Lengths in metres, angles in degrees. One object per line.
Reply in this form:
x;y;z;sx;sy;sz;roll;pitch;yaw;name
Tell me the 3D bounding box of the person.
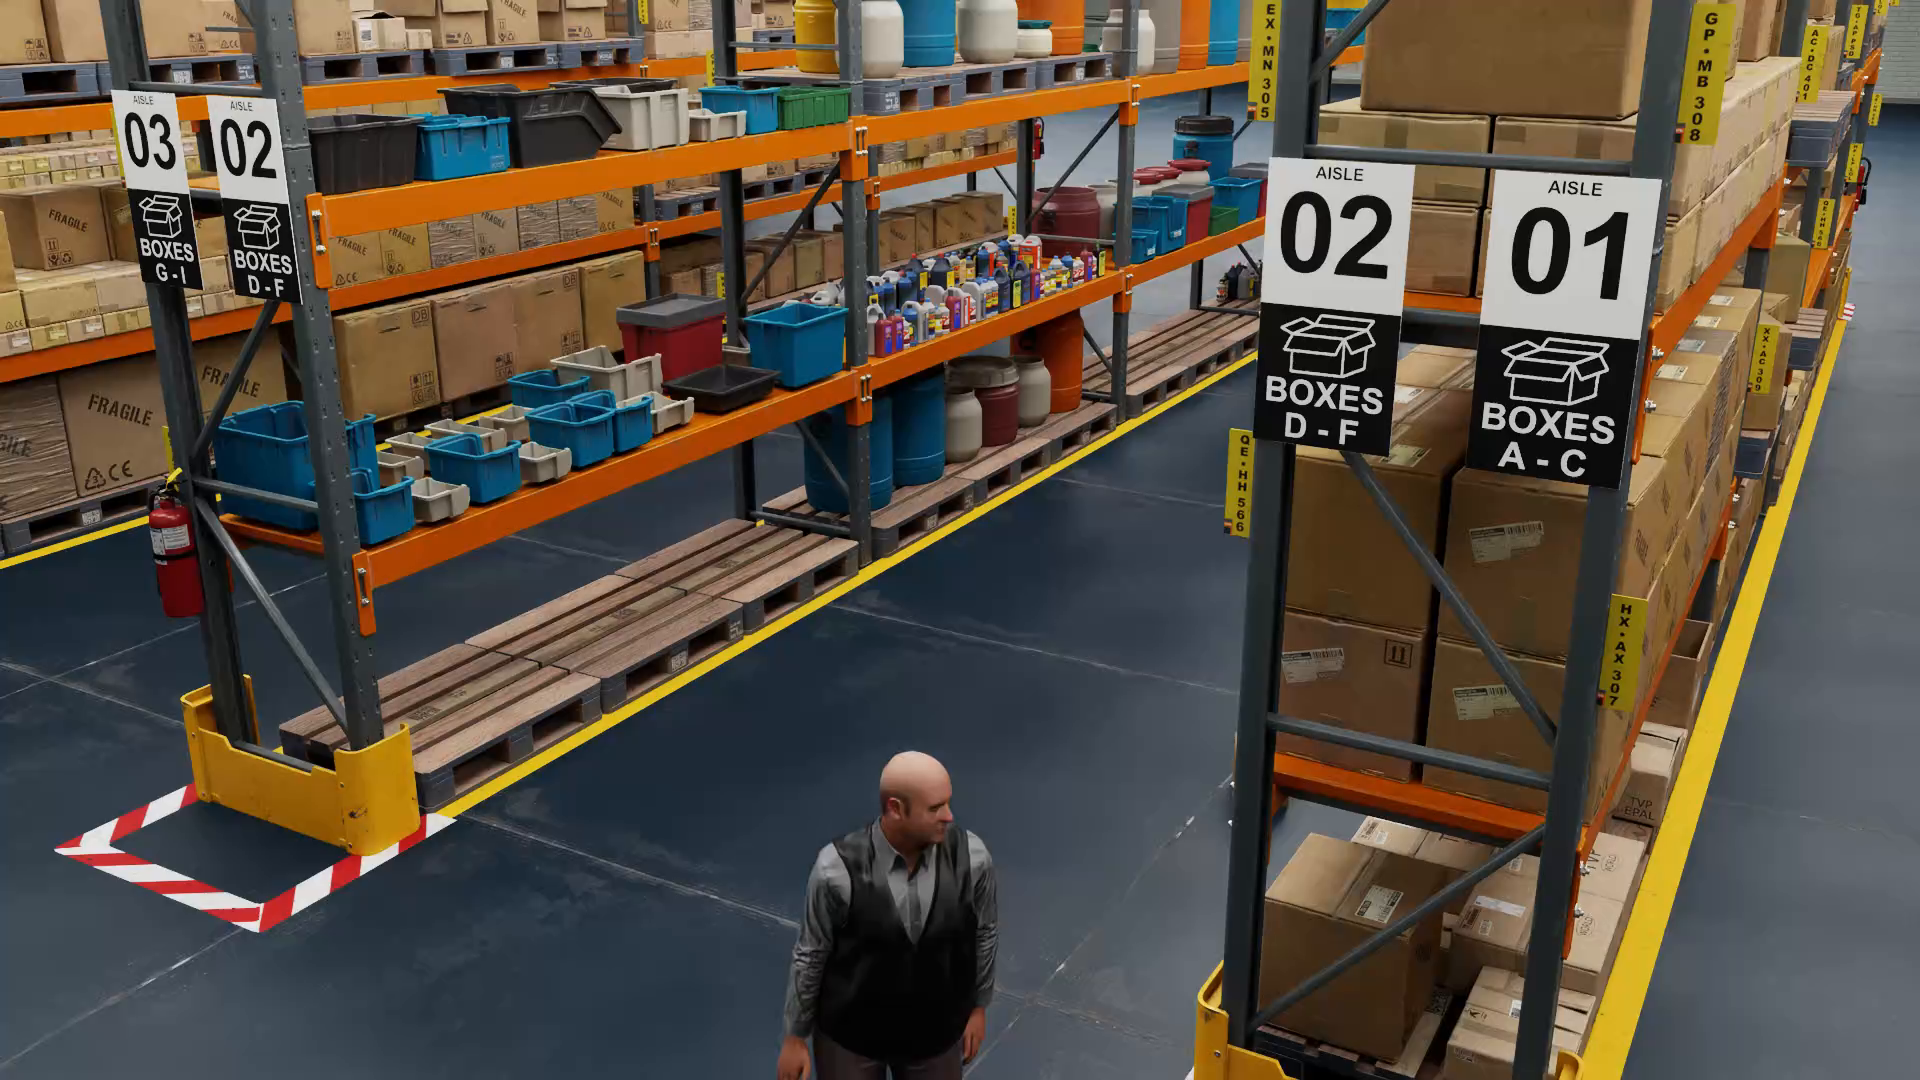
-0.206;1.358;4.693;0.652;1.693;0.540;-4;20;-13;person
